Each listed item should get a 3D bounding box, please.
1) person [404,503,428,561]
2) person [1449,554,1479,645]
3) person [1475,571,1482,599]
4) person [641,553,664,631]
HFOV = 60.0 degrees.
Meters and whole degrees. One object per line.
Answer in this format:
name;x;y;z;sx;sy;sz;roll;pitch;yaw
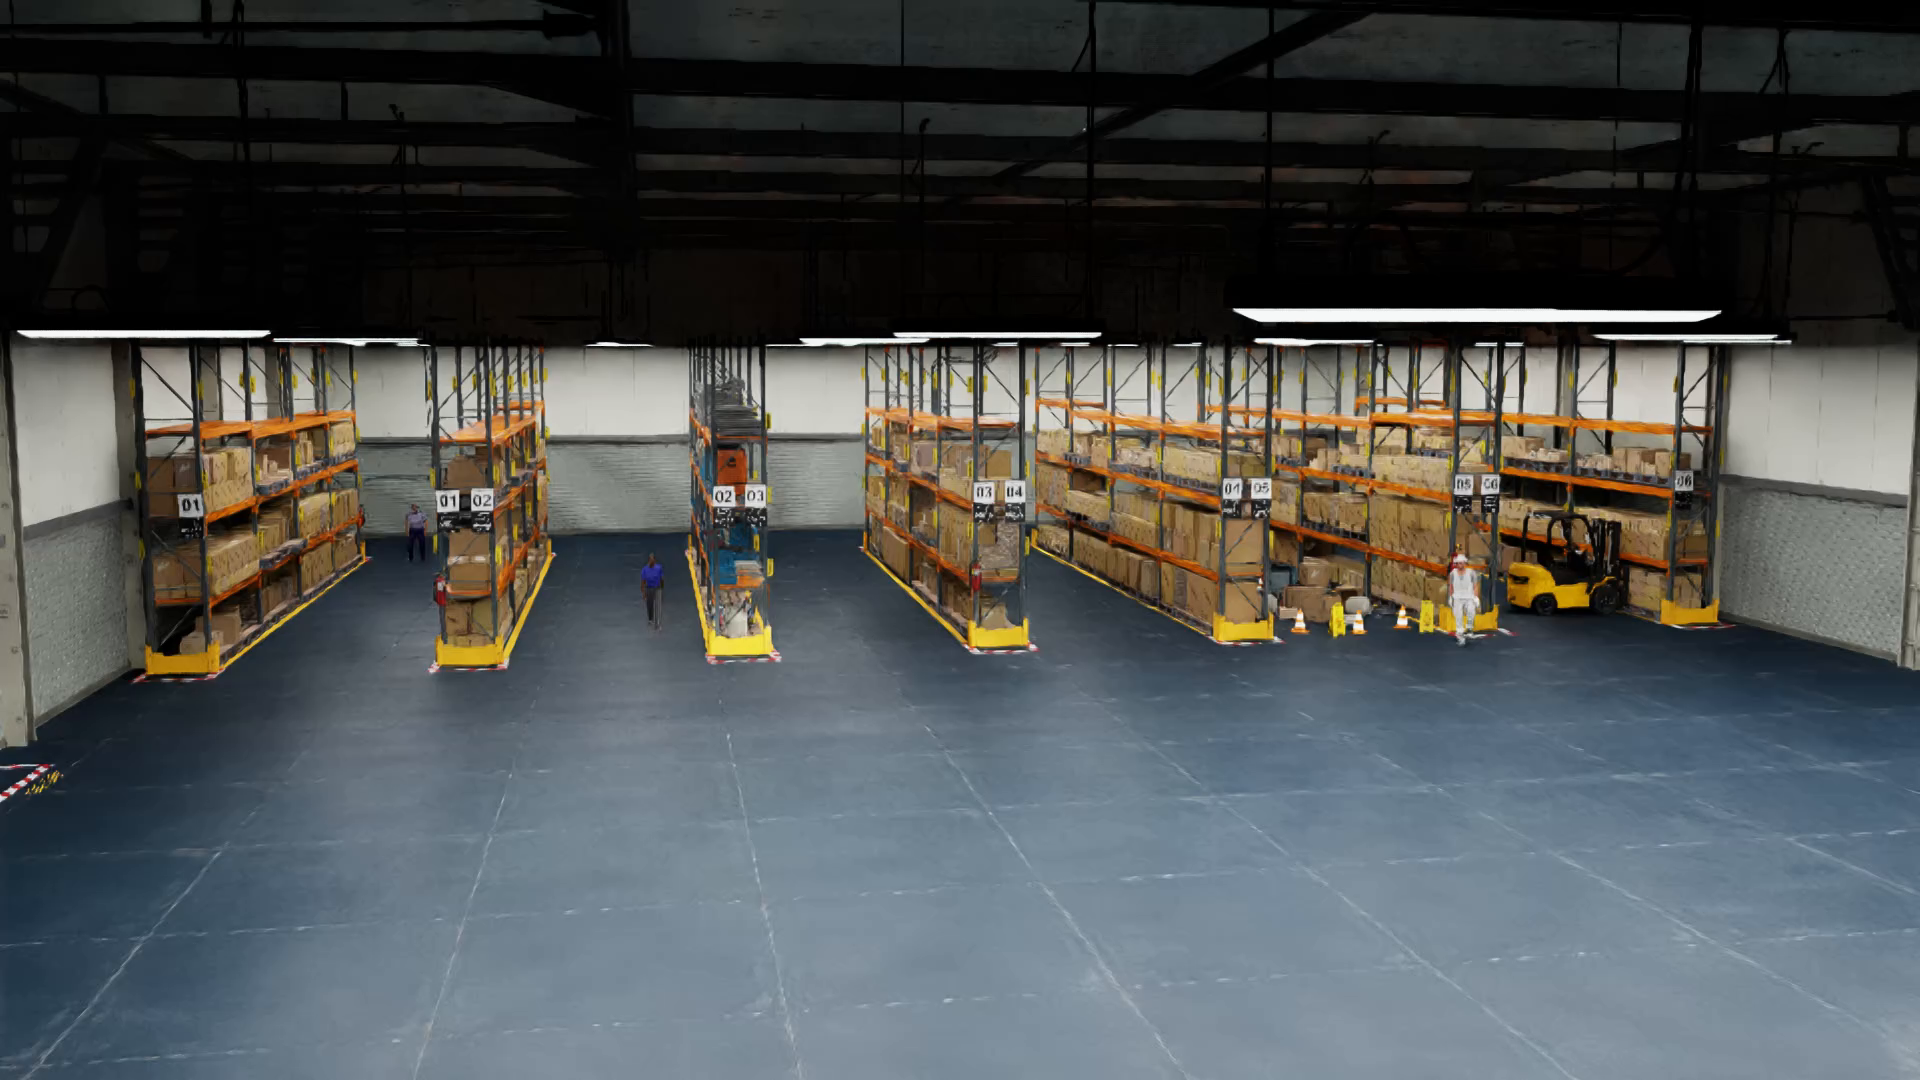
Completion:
person;-14.711;-0.214;45.012;0.625;1.596;0.517;-2;7;-13
person;9.801;1.146;32.329;0.585;1.777;0.577;3;7;24
person;11.628;0.602;37.753;0.490;1.596;0.509;2;7;15
person;-6.290;1.034;34.005;0.447;1.574;1.088;-1;7;-8
